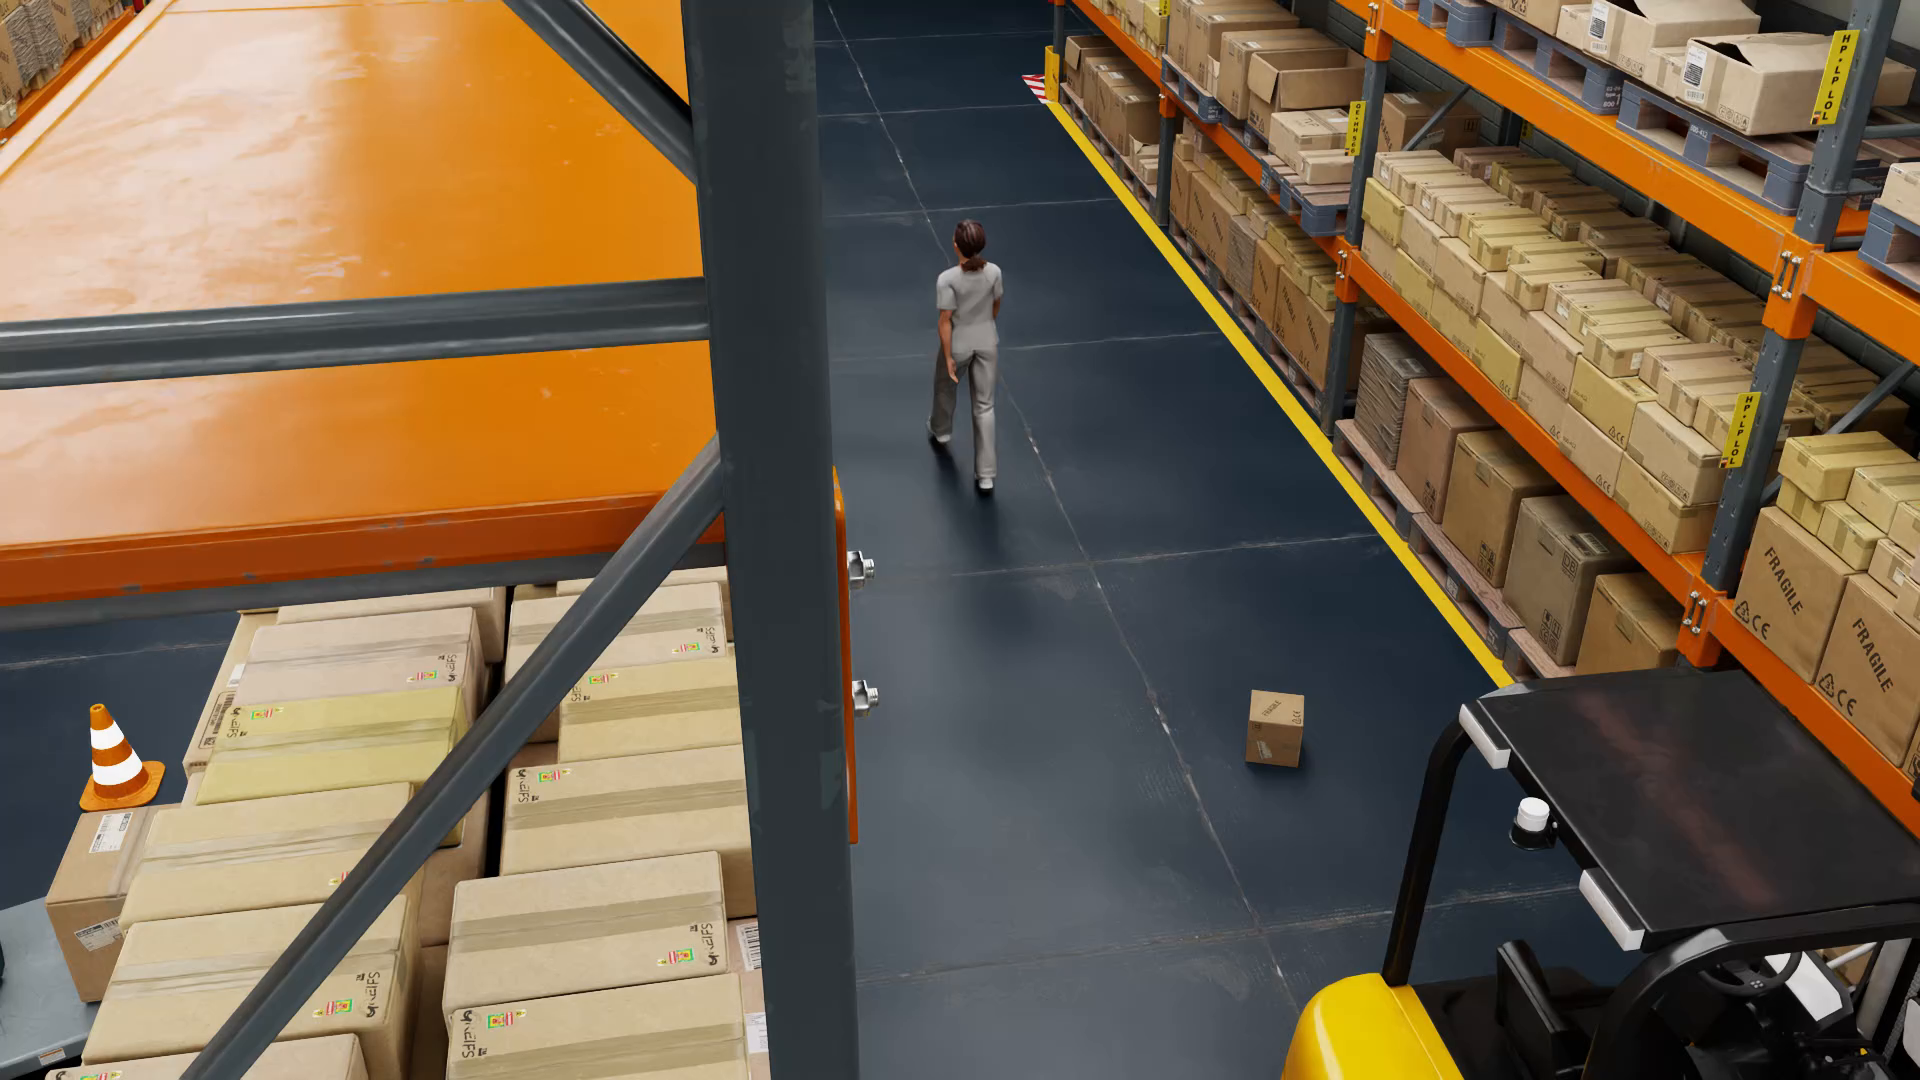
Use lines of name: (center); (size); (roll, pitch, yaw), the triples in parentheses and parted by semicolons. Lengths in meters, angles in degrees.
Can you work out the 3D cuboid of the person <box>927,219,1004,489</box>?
person: (0.033, -1.223, 10.165); (0.442, 1.607, 1.009); (-7, 32, -12)
